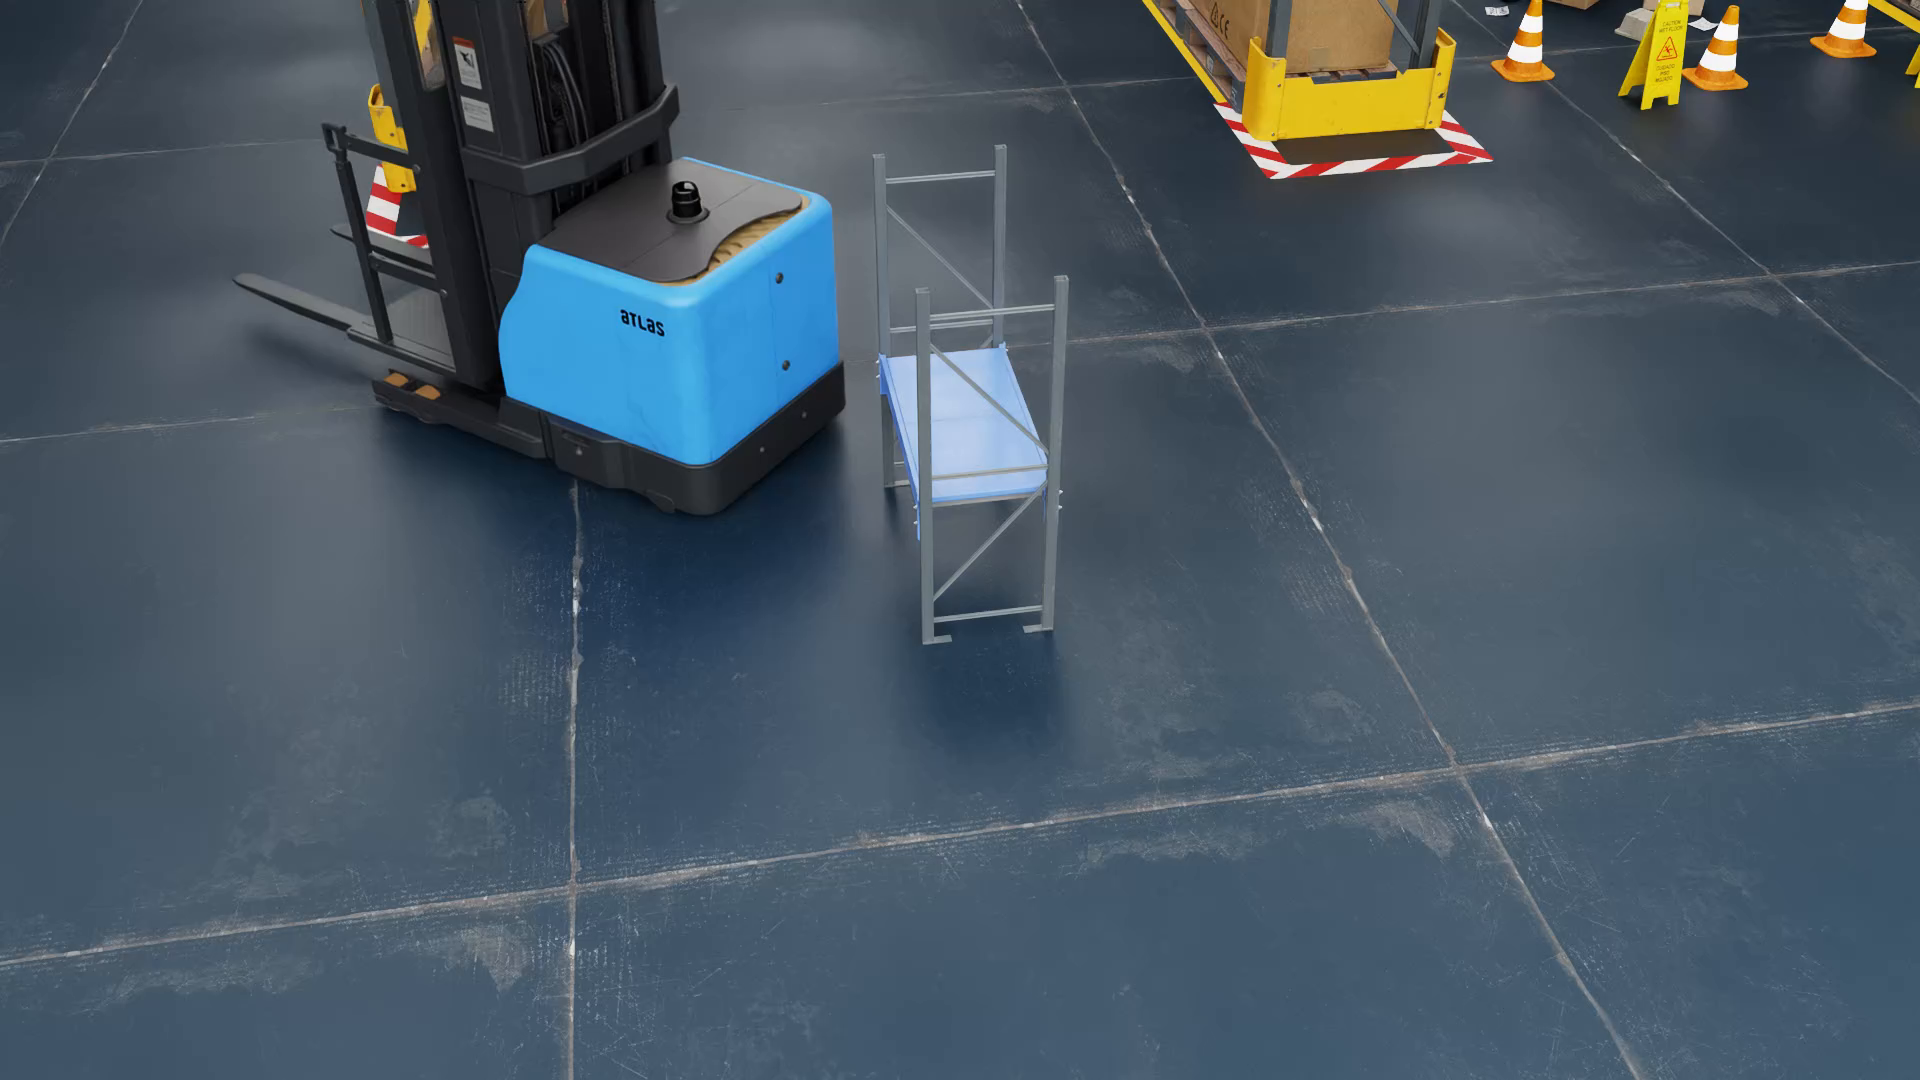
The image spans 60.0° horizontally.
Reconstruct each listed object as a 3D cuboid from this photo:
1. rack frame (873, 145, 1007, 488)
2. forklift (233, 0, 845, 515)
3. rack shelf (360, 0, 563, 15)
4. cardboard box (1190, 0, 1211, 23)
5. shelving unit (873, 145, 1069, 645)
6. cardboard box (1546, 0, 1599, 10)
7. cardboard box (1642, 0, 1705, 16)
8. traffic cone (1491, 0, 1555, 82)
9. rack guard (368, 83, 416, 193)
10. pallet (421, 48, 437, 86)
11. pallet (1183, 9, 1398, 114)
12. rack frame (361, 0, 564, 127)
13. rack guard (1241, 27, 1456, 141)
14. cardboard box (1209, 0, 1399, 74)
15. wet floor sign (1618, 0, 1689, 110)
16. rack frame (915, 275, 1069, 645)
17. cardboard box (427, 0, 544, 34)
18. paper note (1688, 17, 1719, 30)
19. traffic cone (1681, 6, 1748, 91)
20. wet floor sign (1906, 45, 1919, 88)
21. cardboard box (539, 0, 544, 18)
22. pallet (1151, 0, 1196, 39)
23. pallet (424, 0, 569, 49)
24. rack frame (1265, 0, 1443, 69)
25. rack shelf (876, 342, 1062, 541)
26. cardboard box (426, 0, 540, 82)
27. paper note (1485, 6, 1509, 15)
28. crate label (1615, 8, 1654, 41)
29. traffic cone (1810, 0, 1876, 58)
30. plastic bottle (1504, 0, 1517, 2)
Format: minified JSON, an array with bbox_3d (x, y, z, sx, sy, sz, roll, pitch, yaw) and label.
[{"bbox_3d":[-0.074,-0.848,6.619,0.500,1.500,0.032,-6,38,-8],"label":"rack frame"},{"bbox_3d":[-2.037,-1.933,6.849,3.031,2.935,1.130,20,42,24],"label":"forklift"},{"bbox_3d":[-2.972,-4.151,10.235,1.077,0.370,4.000,-6,38,-8],"label":"rack shelf"},{"bbox_3d":[1.939,-3.960,10.792,0.875,0.875,0.875,-7,38,-9],"label":"cardboard box"},{"bbox_3d":[0.015,-0.541,6.224,0.538,1.500,1.048,-6,38,-8],"label":"shelving unit"},{"bbox_3d":[4.334,-4.096,11.612,0.637,0.503,0.797,27,45,30],"label":"cardboard box"},{"bbox_3d":[4.916,-3.742,11.445,0.380,0.149,0.250,13,40,16],"label":"cardboard box"},{"bbox_3d":[3.584,-3.172,10.455,0.336,0.463,0.334,-6,38,-8],"label":"traffic cone"},{"bbox_3d":[-2.635,-2.286,9.285,1.175,0.500,0.348,-6,38,-8],"label":"rack guard"},{"bbox_3d":[-2.743,-2.667,10.010,1.003,0.211,1.213,-6,38,-8],"label":"pallet"},{"bbox_3d":[2.062,-3.073,10.534,1.003,0.211,1.213,-6,38,-8],"label":"pallet"},{"bbox_3d":[-2.622,-3.227,8.459,1.000,3.000,0.127,-6,38,-8],"label":"rack frame"},{"bbox_3d":[2.283,-2.698,9.816,1.175,0.500,0.348,-6,38,-8],"label":"rack guard"},{"bbox_3d":[2.095,-3.429,10.109,0.875,0.875,0.875,-6,38,-8],"label":"cardboard box"},{"bbox_3d":[4.234,-2.966,10.041,0.267,0.644,0.232,-13,40,-16],"label":"wet floor sign"},{"bbox_3d":[0.104,-0.234,5.828,0.500,1.500,0.032,-6,38,-8],"label":"rack frame"},{"bbox_3d":[-2.853,-3.143,10.045,0.500,0.500,0.500,3,38,4],"label":"cardboard box"},{"bbox_3d":[5.009,-3.478,11.202,0.148,0.019,0.142,-20,42,-23],"label":"paper note"},{"bbox_3d":[4.756,-3.088,10.347,0.336,0.463,0.334,-6,38,-8],"label":"traffic cone"},{"bbox_3d":[6.115,-3.134,10.258,0.267,0.644,0.232,6,38,8],"label":"wet floor sign"},{"bbox_3d":[-2.944,-3.523,10.535,0.500,0.500,0.500,-3,38,-4],"label":"cardboard box"},{"bbox_3d":[1.851,-3.809,11.480,1.003,0.211,1.213,-6,38,-8],"label":"pallet"},{"bbox_3d":[-2.953,-3.402,10.957,1.003,0.211,1.213,-6,38,-8],"label":"pallet"},{"bbox_3d":[2.279,-3.700,9.067,1.000,3.000,0.127,-6,38,-8],"label":"rack frame"},{"bbox_3d":[0.015,-0.399,6.334,0.538,0.185,1.000,-6,38,-8],"label":"rack shelf"},{"bbox_3d":[-2.715,-2.785,9.585,0.500,0.500,0.500,0,38,1],"label":"cardboard box"},{"bbox_3d":[3.683,-3.631,11.401,0.144,0.017,0.142,6,38,8],"label":"paper note"},{"bbox_3d":[4.557,-3.427,11.050,0.250,0.136,0.298,-27,45,-31],"label":"crate label"},{"bbox_3d":[5.789,-3.413,10.765,0.336,0.463,0.334,-6,38,-8],"label":"traffic cone"},{"bbox_3d":[3.790,-3.848,11.653,0.133,0.061,0.283,-20,42,-23],"label":"plastic bottle"}]
